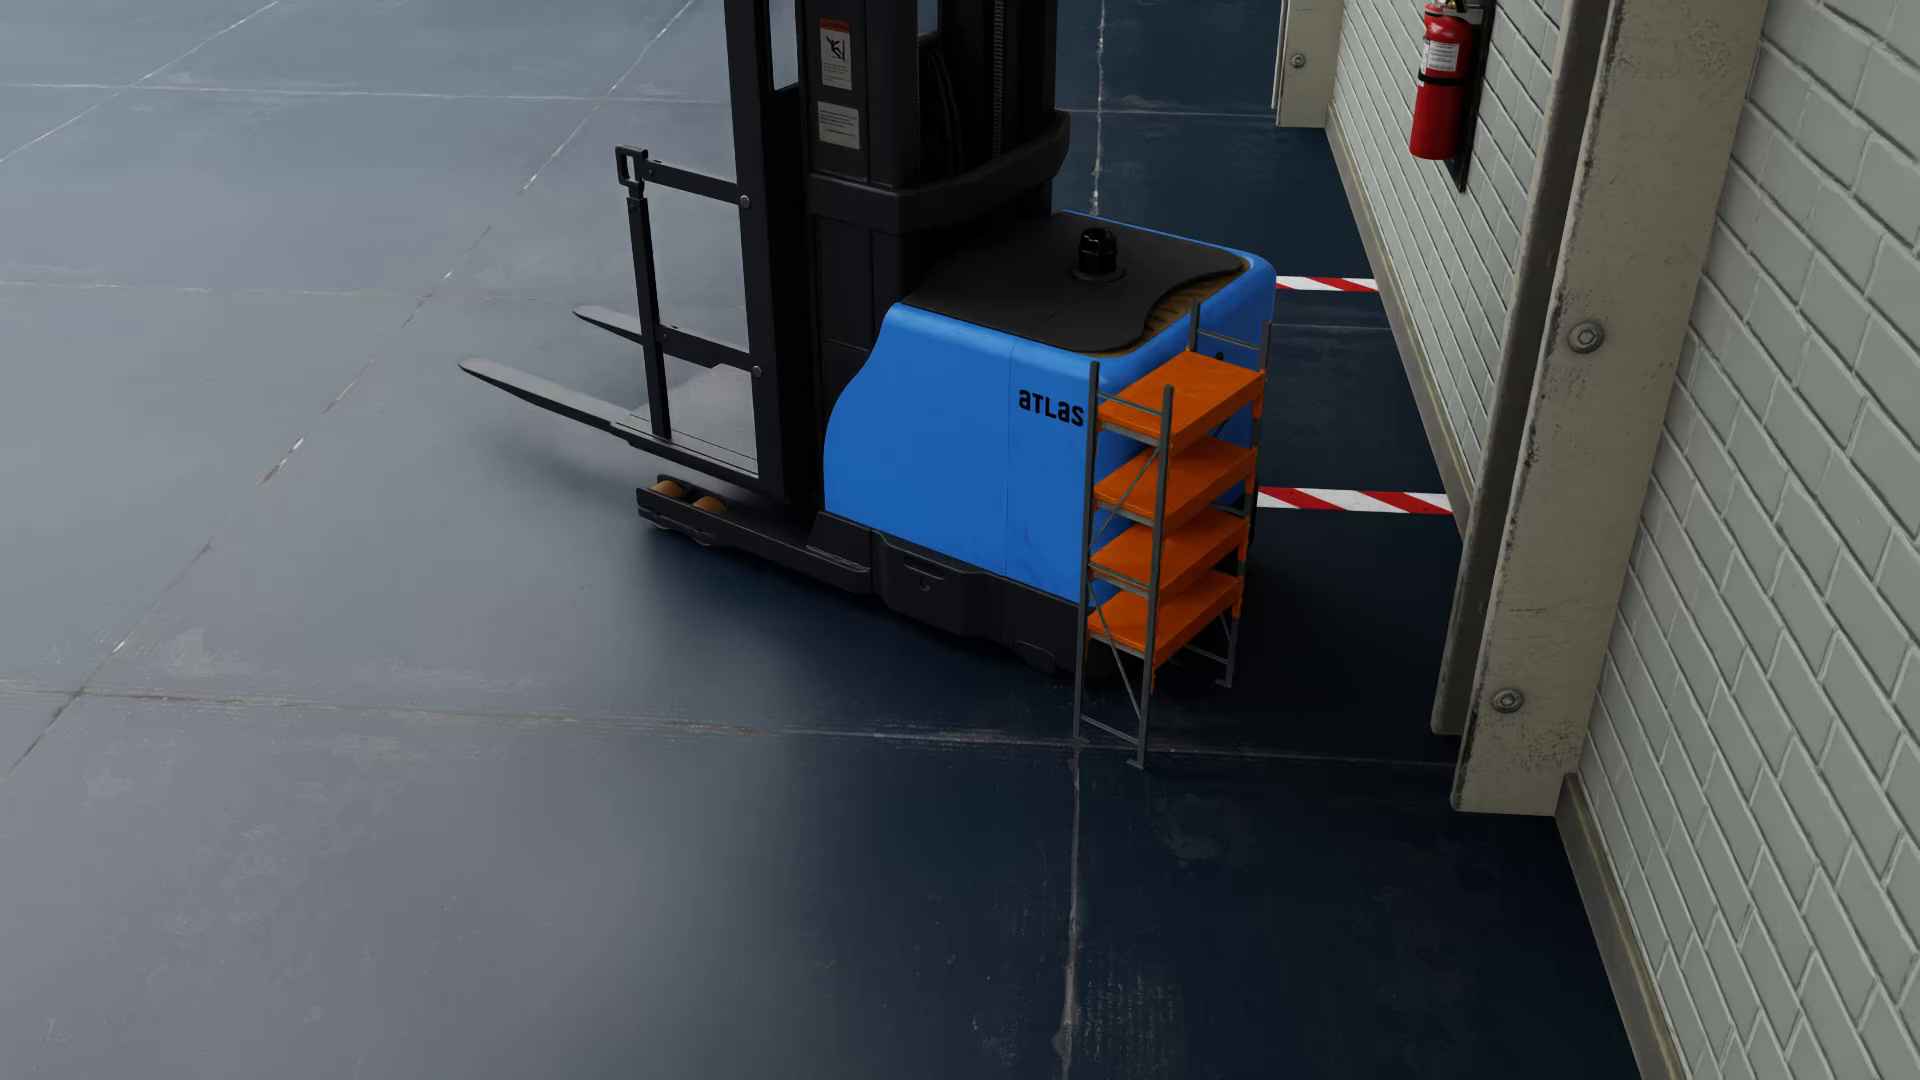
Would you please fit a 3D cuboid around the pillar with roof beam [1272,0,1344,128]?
[{"bbox_3d":[-2.284,-6.509,7.735,9.100,9.000,0.400,2,32,4],"label":"pillar with roof beam"}]

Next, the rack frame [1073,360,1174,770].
[{"bbox_3d":[0.426,0.098,4.447,0.240,1.200,0.015,22,38,32],"label":"rack frame"}]

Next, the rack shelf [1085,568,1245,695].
[{"bbox_3d":[0.577,0.224,4.750,0.258,0.148,0.480,22,38,32],"label":"rack shelf"}]

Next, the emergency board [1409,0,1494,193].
[{"bbox_3d":[1.758,-1.925,6.014,0.194,1.169,0.643,2,32,4],"label":"emergency board"}]

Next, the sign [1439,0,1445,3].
[{"bbox_3d":[1.905,-2.225,6.467,0.001,0.329,0.234,2,32,4],"label":"sign"}]

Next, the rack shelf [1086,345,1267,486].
[{"bbox_3d":[0.577,-0.337,4.404,0.258,0.148,0.480,22,38,32],"label":"rack shelf"}]

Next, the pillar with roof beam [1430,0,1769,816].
[{"bbox_3d":[-2.772,-3.372,2.644,9.100,9.000,0.400,2,32,4],"label":"pillar with roof beam"}]

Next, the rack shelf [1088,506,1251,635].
[{"bbox_3d":[0.577,0.055,4.646,0.258,0.148,0.480,22,38,32],"label":"rack shelf"}]

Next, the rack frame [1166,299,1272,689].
[{"bbox_3d":[0.728,-0.103,4.774,0.240,1.200,0.015,22,38,32],"label":"rack frame"}]

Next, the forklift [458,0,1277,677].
[{"bbox_3d":[-0.512,-1.434,5.283,3.031,2.935,1.130,20,37,29],"label":"forklift"}]

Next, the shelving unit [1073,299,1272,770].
[{"bbox_3d":[0.577,-0.003,4.611,0.258,1.200,0.503,22,38,32],"label":"shelving unit"}]

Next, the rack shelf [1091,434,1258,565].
[{"bbox_3d":[0.577,-0.136,4.529,0.258,0.148,0.480,22,38,32],"label":"rack shelf"}]
